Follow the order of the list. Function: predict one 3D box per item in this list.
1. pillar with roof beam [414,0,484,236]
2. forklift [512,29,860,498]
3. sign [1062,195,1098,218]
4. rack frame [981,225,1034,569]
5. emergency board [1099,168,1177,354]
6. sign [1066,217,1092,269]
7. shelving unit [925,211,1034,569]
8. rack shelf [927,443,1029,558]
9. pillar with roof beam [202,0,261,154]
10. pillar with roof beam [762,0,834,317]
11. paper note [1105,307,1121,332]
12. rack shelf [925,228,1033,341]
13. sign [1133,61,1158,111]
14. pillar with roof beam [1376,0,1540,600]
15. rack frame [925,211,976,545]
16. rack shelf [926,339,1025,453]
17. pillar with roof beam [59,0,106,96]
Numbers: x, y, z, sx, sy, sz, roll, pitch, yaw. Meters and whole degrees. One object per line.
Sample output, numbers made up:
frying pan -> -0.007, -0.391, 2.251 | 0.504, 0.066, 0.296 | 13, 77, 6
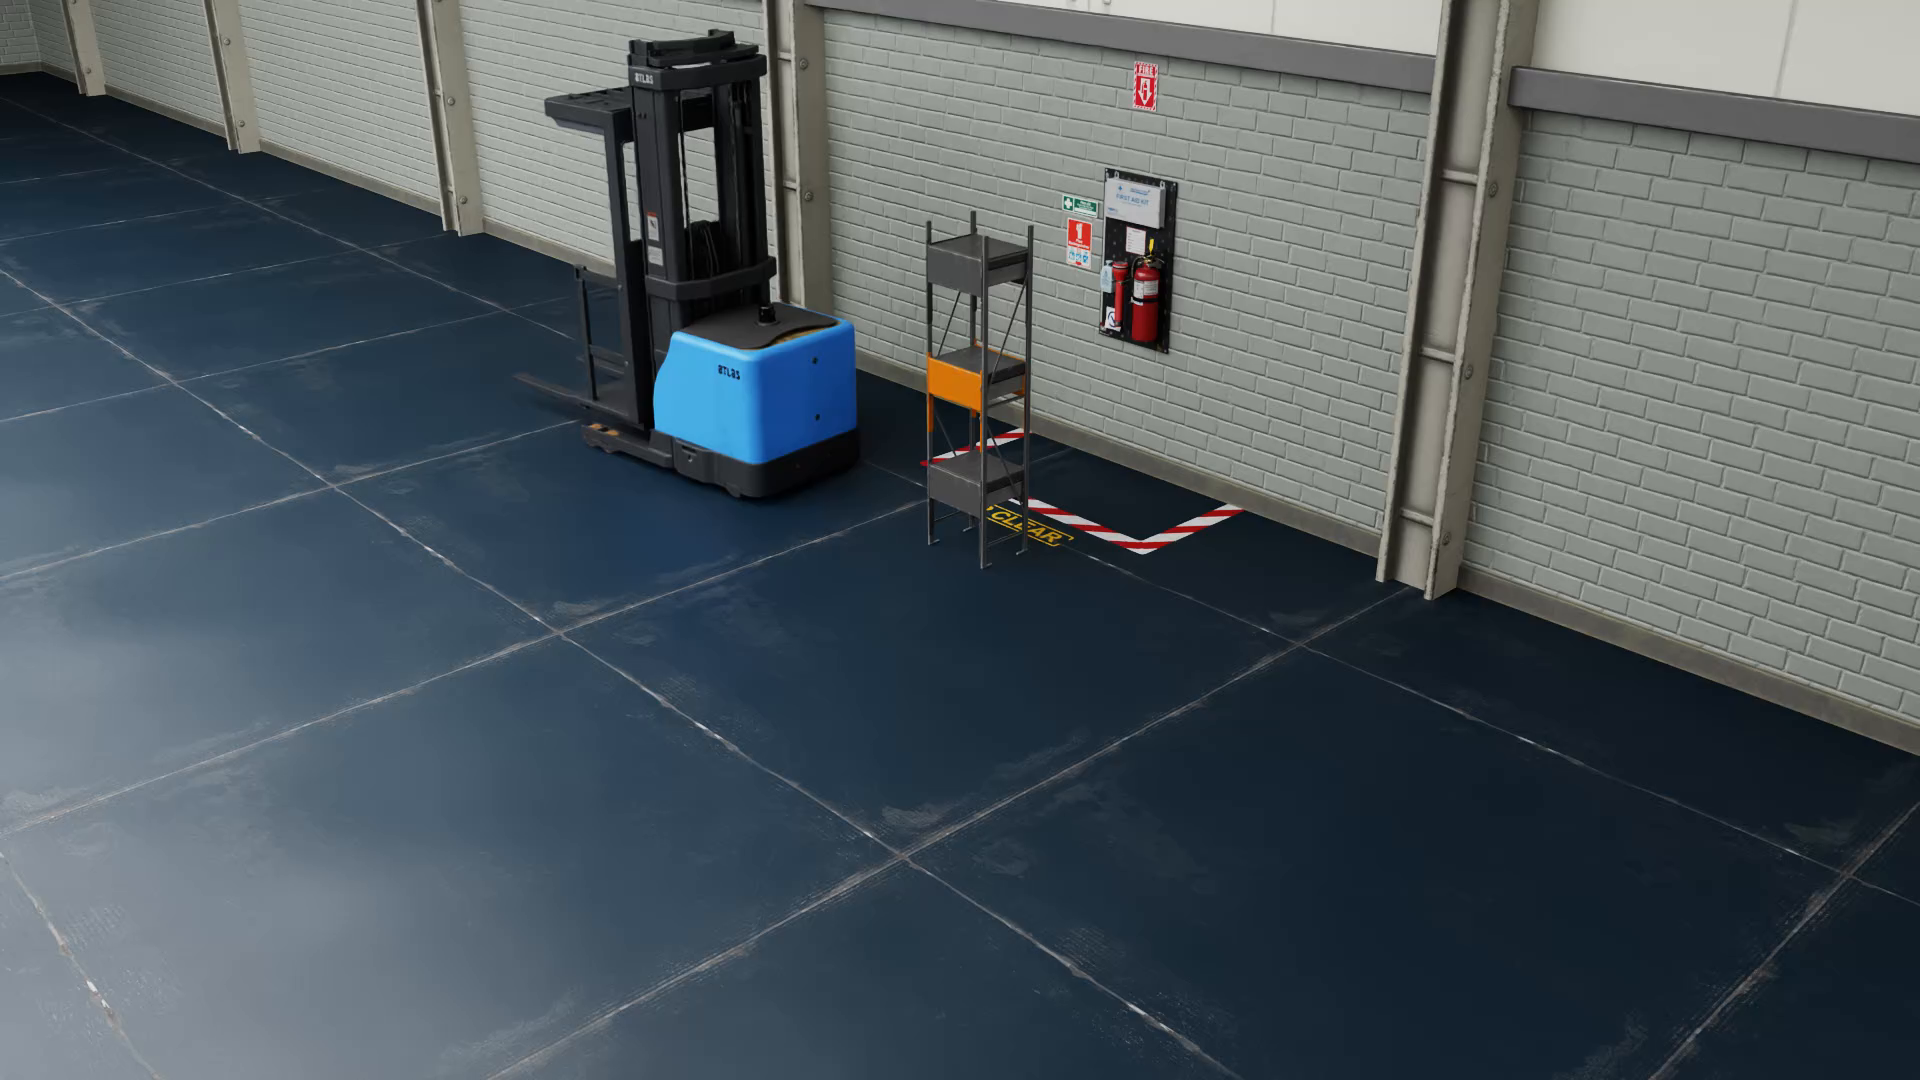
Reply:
pillar with roof beam -> -8.546, -6.249, 13.606 | 9.100, 9.000, 0.400 | -21, 32, -38
forklift -> -2.153, -2.113, 11.850 | 3.031, 2.935, 1.130 | 20, 31, 37
sign -> 0.831, -2.315, 11.529 | 0.001, 0.109, 0.331 | -21, 32, -38
rack frame -> 0.280, -0.831, 10.042 | 0.400, 2.100, 0.015 | -21, 32, -38
emergency board -> 1.137, -1.865, 11.224 | 0.194, 1.169, 0.643 | -21, 32, -38
sign -> 0.834, -2.078, 11.647 | 0.001, 0.329, 0.234 | -21, 32, -38
shelving unit -> 0.113, -0.905, 10.204 | 0.431, 2.100, 0.503 | -21, 32, -38
rack shelf -> 0.113, -0.256, 10.500 | 0.431, 0.518, 0.480 | -21, 32, -38
pillar with roof beam -> -12.647, -8.067, 17.590 | 9.100, 9.000, 0.400 | -21, 32, -38
pillar with roof beam -> -4.445, -4.431, 9.621 | 9.100, 9.000, 0.400 | -21, 32, -38
paper note -> 1.066, -1.537, 11.567 | 0.016, 0.148, 0.142 | -21, 32, -38
rack shelf -> 0.113, -1.530, 9.919 | 0.431, 0.518, 0.480 | -21, 32, -38
sign -> 1.204, -2.950, 10.810 | 0.001, 0.298, 0.199 | -21, 32, -38
pillar with roof beam -> -0.344, -2.613, 5.636 | 9.100, 9.000, 0.400 | -21, 32, -38
rack frame -> -0.054, -0.979, 10.366 | 0.400, 2.100, 0.015 | -21, 32, -38
rack shelf -> 0.113, -0.893, 10.210 | 0.431, 0.518, 0.480 | -21, 32, -38
pillar with roof beam -> -16.748, -9.885, 21.575 | 9.100, 9.000, 0.400 | -21, 32, -38
